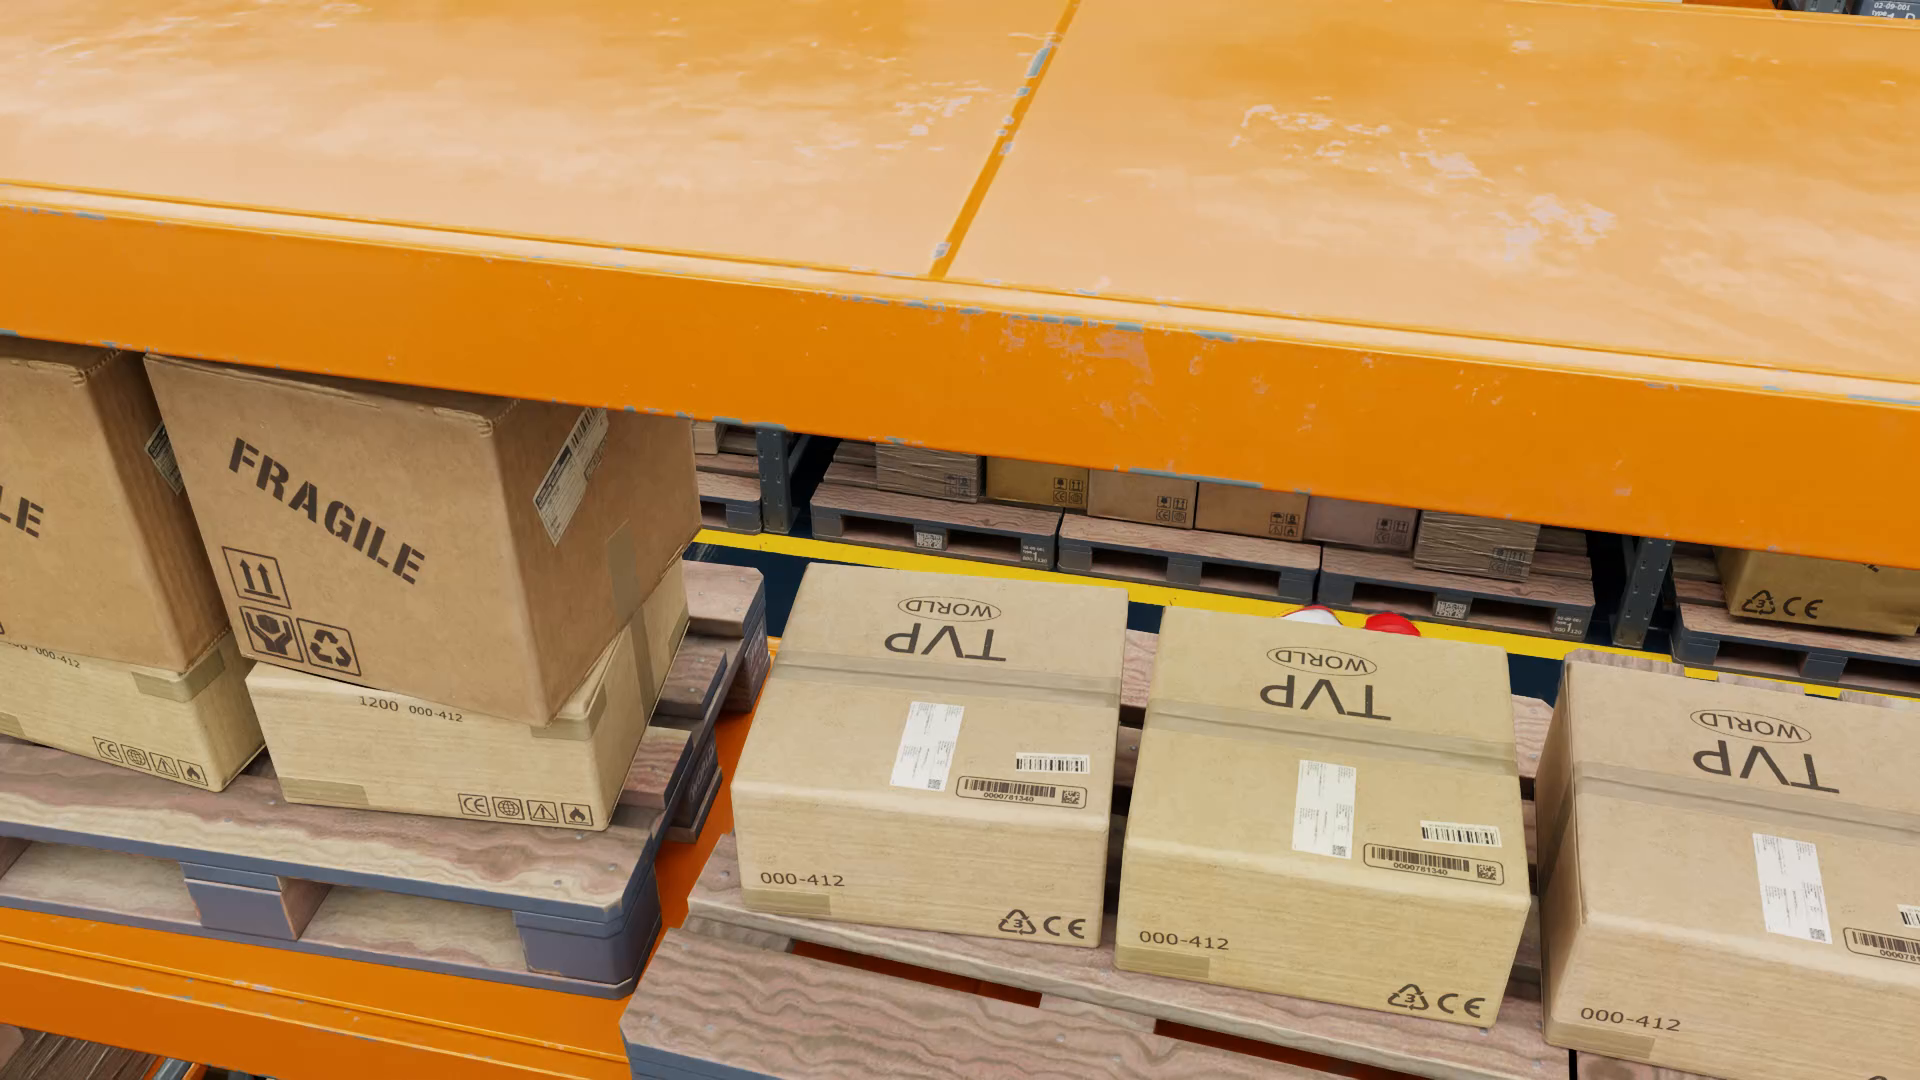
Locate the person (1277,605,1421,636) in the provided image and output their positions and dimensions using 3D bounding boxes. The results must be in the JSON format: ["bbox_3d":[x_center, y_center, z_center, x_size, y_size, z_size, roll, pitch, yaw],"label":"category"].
[{"bbox_3d":[1.260,0.661,6.403,0.877,0.994,0.573,7,37,10],"label":"person"}]
